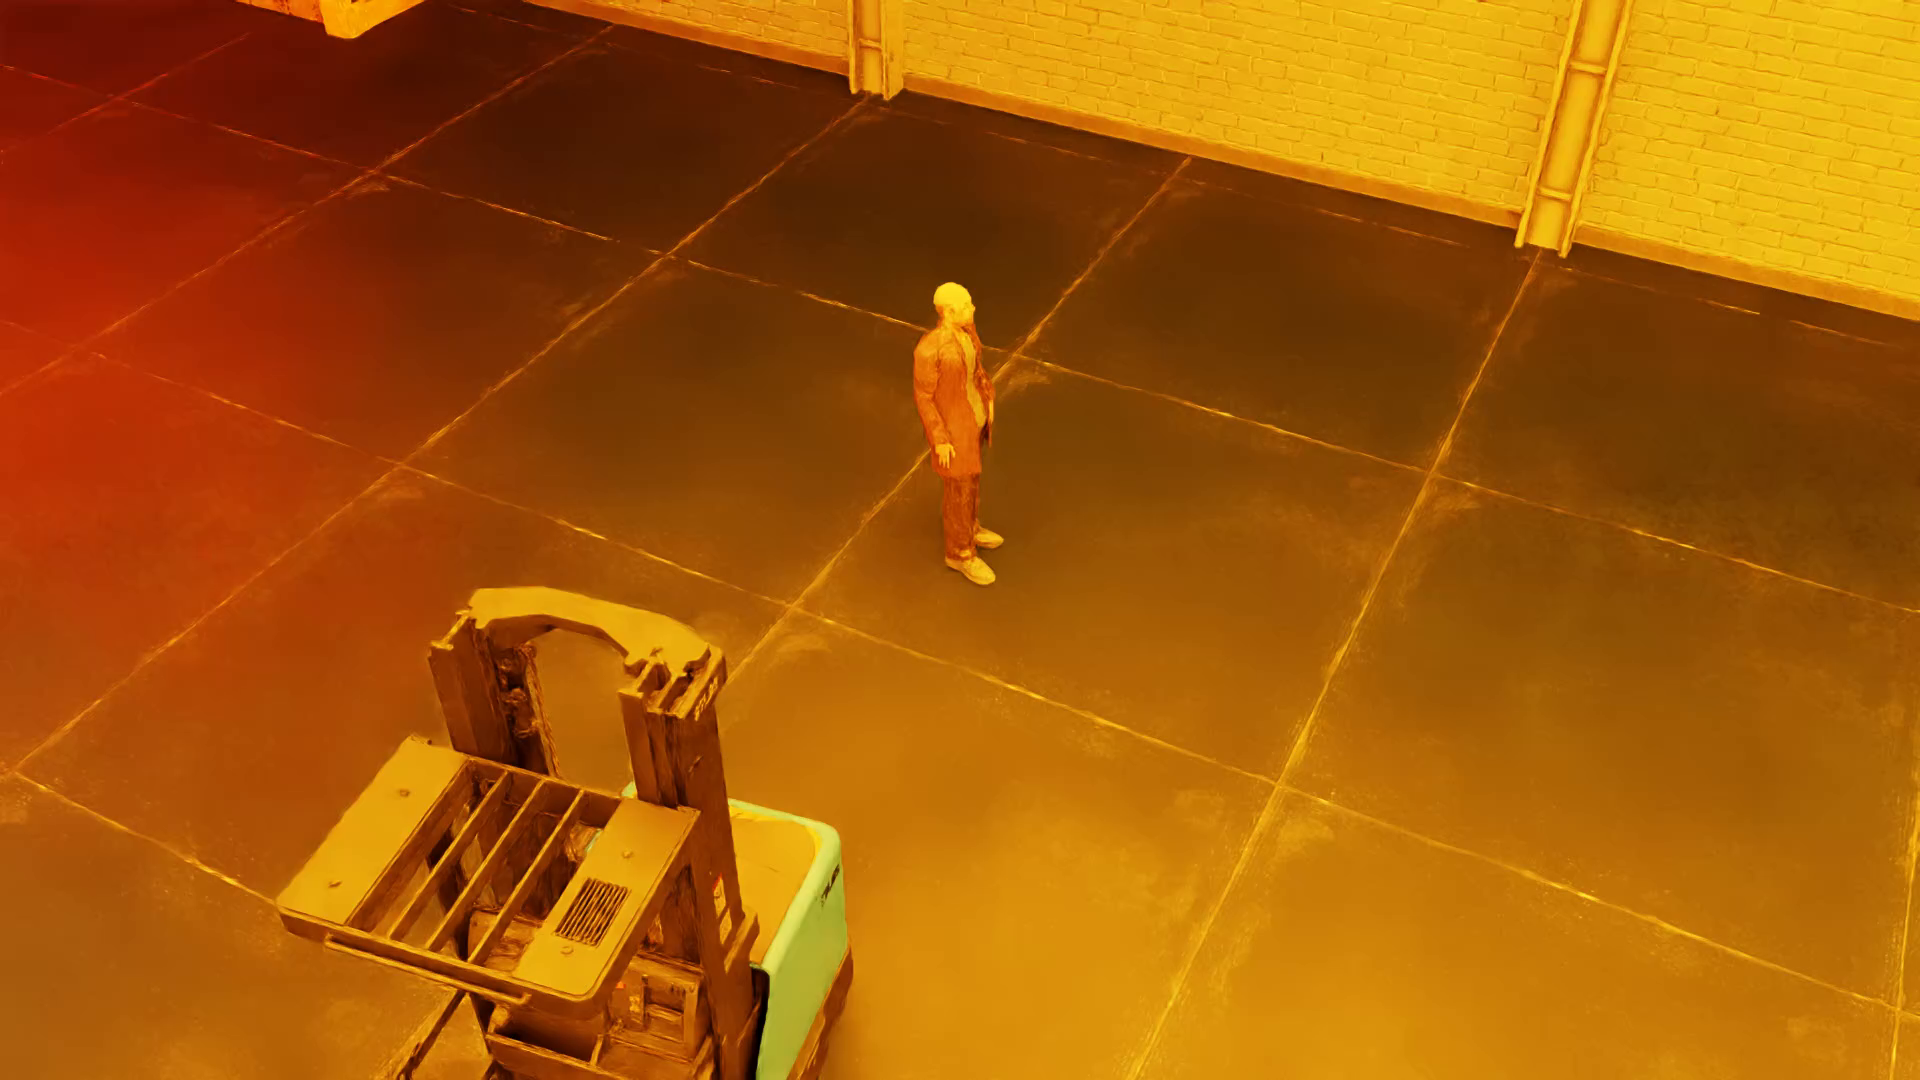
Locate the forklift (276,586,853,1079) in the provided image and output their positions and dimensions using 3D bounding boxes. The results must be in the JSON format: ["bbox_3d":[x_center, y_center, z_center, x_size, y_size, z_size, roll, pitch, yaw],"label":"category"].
[{"bbox_3d":[-1.445,1.734,5.927,1.130,2.935,3.031,12,42,14],"label":"forklift"}]

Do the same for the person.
[{"bbox_3d":[0.079,-0.656,9.649,0.580,1.776,0.694,18,43,21],"label":"person"}]
